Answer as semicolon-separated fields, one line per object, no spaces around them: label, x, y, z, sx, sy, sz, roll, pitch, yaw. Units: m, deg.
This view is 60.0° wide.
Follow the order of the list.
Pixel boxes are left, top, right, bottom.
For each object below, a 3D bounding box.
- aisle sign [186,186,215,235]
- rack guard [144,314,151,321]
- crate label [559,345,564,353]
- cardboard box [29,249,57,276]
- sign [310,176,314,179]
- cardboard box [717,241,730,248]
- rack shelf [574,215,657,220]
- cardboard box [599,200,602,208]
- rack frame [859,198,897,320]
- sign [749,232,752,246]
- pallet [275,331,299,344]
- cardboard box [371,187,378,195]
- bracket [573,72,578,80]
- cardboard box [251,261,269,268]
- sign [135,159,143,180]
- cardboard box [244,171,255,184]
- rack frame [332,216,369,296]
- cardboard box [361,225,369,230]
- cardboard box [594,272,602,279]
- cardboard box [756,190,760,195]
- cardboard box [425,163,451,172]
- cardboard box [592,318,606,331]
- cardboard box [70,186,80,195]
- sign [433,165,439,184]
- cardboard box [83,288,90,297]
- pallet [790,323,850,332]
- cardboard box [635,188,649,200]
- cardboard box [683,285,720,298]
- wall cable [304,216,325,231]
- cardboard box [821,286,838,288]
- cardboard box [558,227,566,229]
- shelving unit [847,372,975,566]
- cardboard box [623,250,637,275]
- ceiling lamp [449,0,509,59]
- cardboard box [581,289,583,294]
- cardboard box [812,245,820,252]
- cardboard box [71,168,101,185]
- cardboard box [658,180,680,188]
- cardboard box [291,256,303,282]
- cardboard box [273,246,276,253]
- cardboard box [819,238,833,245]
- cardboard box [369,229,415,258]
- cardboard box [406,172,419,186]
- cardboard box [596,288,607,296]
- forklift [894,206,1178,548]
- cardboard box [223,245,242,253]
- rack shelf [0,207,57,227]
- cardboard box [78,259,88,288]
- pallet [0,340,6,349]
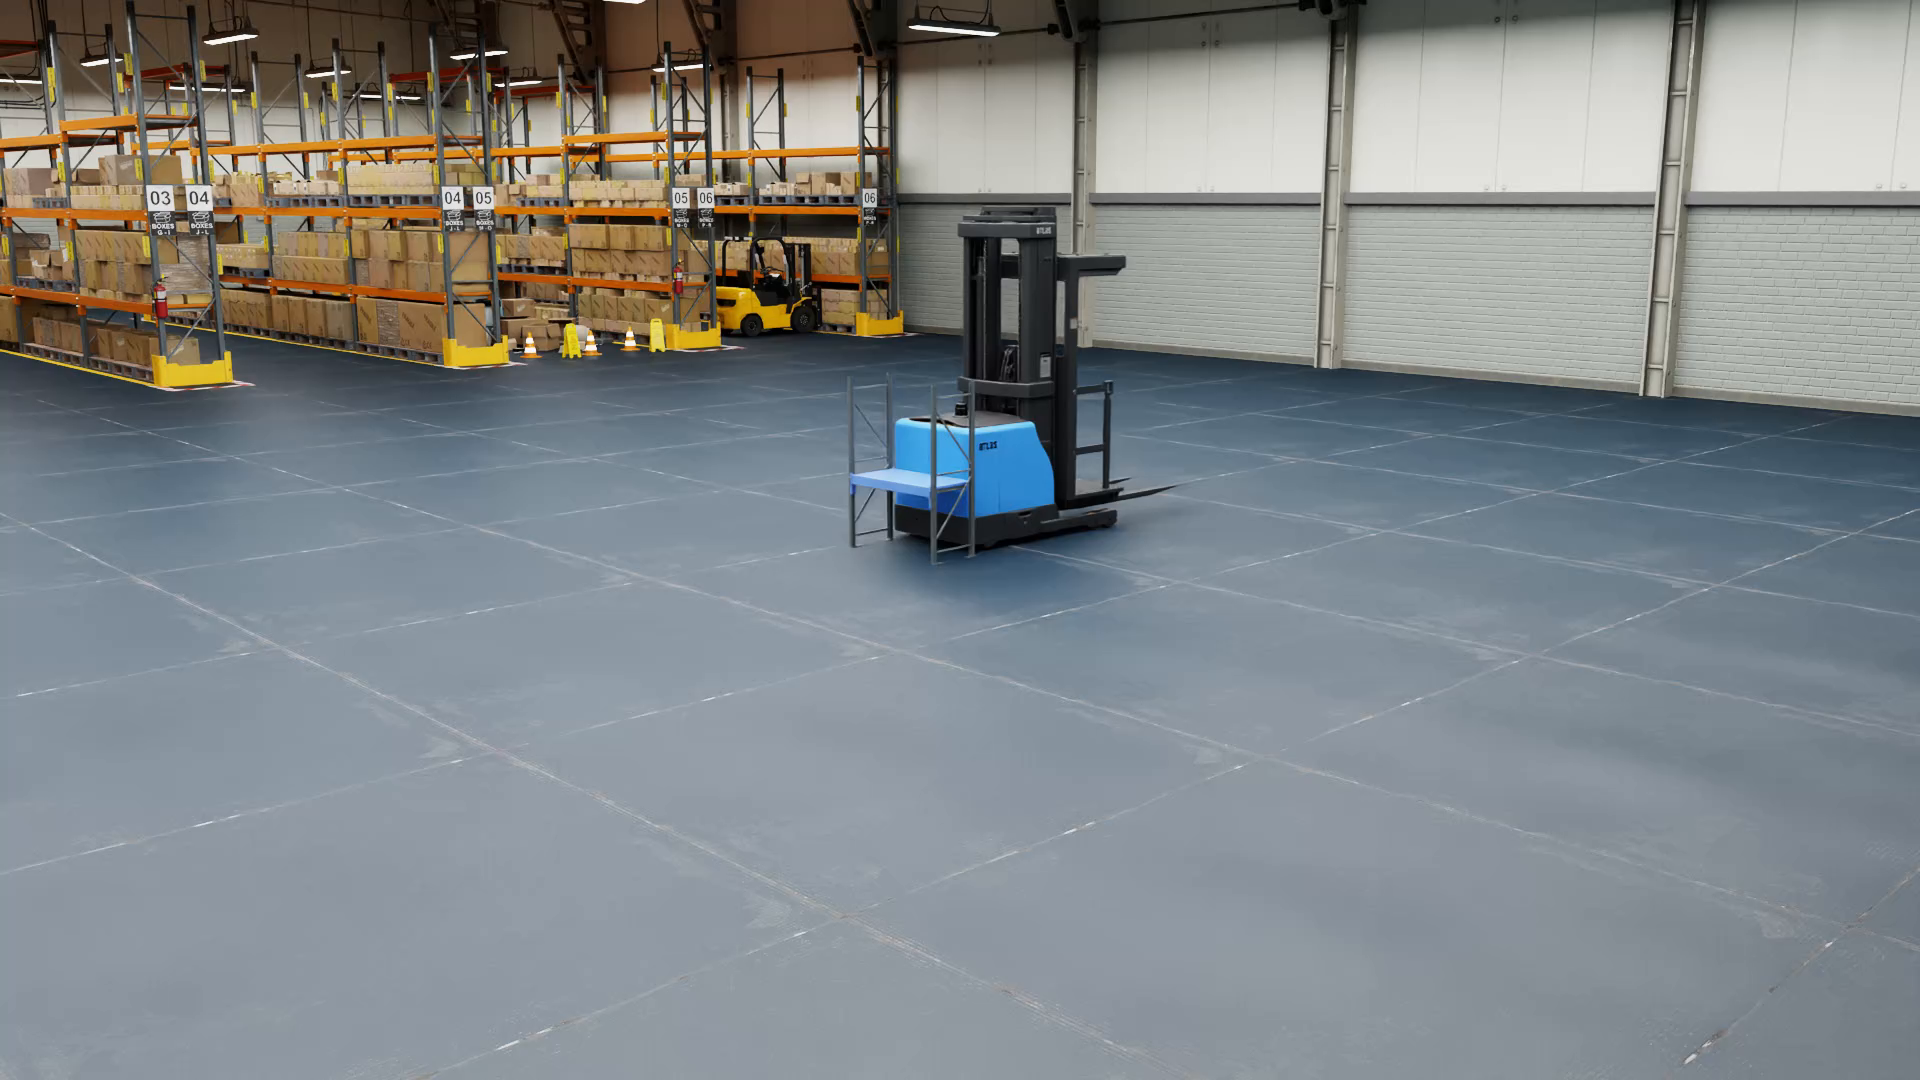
aisle sign;-12.312;-5.339;26.951;0.394;0.787;0.004;-11;16;-43
rack guard;-19.911;-5.809;41.870;1.175;0.500;0.348;-11;16;-43
crate label;-7.790;-3.797;33.002;0.298;0.136;0.250;3;12;16
cardboard box;-17.694;-5.382;32.314;0.500;0.500;0.500;9;15;38
sign;-14.032;-7.715;36.012;0.100;0.325;0.005;-11;16;-43
cardboard box;-5.711;-7.221;40.672;0.250;0.149;0.380;11;16;44
rack shelf;-8.722;-8.683;43.971;1.077;0.370;4.000;-11;16;-43
cardboard box;-7.416;-7.115;35.202;0.250;0.149;0.380;11;16;43
rack frame;-1.816;-6.107;37.118;1.000;3.000;0.127;-11;16;-43
sign;-4.964;-7.142;39.468;0.100;0.325;0.005;-11;16;-43
pallet;-13.949;-4.386;35.677;1.003;0.211;1.213;-11;16;-43
cardboard box;-10.967;-6.646;31.634;0.380;0.149;0.250;-11;16;-43
bracket;-10.476;-12.797;45.806;0.235;0.232;0.430;-11;16;-43
cardboard box;-15.112;-5.968;36.027;0.380;0.149;0.250;-11;16;-42
sign;-12.987;-5.862;26.302;0.100;0.325;0.005;-11;16;-43
cardboard box;-15.271;-7.866;36.079;0.396;0.266;0.258;-11;16;-43
rack frame;-16.453;-7.749;45.092;1.000;3.000;0.127;-11;16;-43
cardboard box;-15.260;-7.957;43.375;0.500;0.500;0.500;-11;16;-42
cardboard box;-7.618;-5.679;35.666;0.380;0.149;0.250;-10;15;-41
cardboard box;-5.023;-8.442;40.355;0.380;0.149;0.250;-11;16;-43
cardboard box;-9.392;-6.703;29.937;0.380;0.149;0.250;-11;16;-42
cardboard box;-7.577;-4.657;35.855;0.500;0.250;0.500;-10;15;-39
cardboard box;-15.332;-6.118;29.122;0.250;0.149;0.380;11;16;44
sign;-9.316;-6.500;29.597;0.100;0.325;0.005;-11;16;-43
cardboard box;-15.239;-4.382;29.372;0.380;0.149;0.250;-11;16;-43
pallet;-3.213;-5.025;38.776;1.003;0.211;1.213;-11;16;-43
cardboard box;-6.289;-7.068;33.987;0.500;0.250;0.500;-11;16;-43
cardboard box;-6.463;-6.129;42.073;0.875;0.625;0.625;-10;15;-41
wall cable;-19.346;-9.266;49.935;0.588;1.984;0.122;-11;16;-43
cardboard box;-3.046;-5.774;38.801;0.500;0.250;0.500;-11;16;-44
cardboard box;-10.939;-8.552;46.762;0.500;0.500;0.500;11;16;44
shelving unit;-0.420;-0.631;14.258;1.048;1.500;0.538;11;16;43
cardboard box;-6.663;-5.797;34.630;0.500;0.500;0.500;-11;16;-43
ceiling lamp;-9.653;-11.471;33.824;0.800;3.185;2.000;-11;16;-43
cardboard box;-10.389;-6.876;46.475;0.500;0.311;0.500;-10;15;-41
cardboard box;-3.162;-6.669;37.990;0.380;0.149;0.250;-11;16;-42
cardboard box;-15.587;-6.425;29.933;0.637;0.503;0.797;11;16;42
cardboard box;-5.851;-7.159;33.440;0.380;0.149;0.250;-11;16;-42
cardboard box;-13.623;-5.676;34.778;0.500;0.500;0.500;-11;16;-43
cardboard box;-14.972;-6.421;36.752;0.380;0.149;0.250;-11;16;-43
cardboard box;-2.988;-6.777;37.780;0.380;0.149;0.250;-10;16;-41
cardboard box;-10.983;-5.773;32.452;0.875;0.550;0.550;-11;16;-43
cardboard box;-9.799;-6.611;30.481;0.500;0.250;0.500;-11;16;-42
cardboard box;-7.555;-5.317;35.593;0.380;0.149;0.250;-10;15;-40
forklift;0.824;-1.597;15.398;3.031;2.935;1.130;-11;16;-42
cardboard box;-16.179;-6.486;37.067;0.380;0.149;0.250;-10;15;-41
rack shelf;-19.477;-6.610;33.908;1.077;0.370;4.000;-11;16;-43
cardboard box;-15.068;-4.737;29.488;0.875;0.500;0.500;-11;16;-43
pallet;-19.424;-4.139;34.477;1.003;0.211;1.213;-11;16;-43
